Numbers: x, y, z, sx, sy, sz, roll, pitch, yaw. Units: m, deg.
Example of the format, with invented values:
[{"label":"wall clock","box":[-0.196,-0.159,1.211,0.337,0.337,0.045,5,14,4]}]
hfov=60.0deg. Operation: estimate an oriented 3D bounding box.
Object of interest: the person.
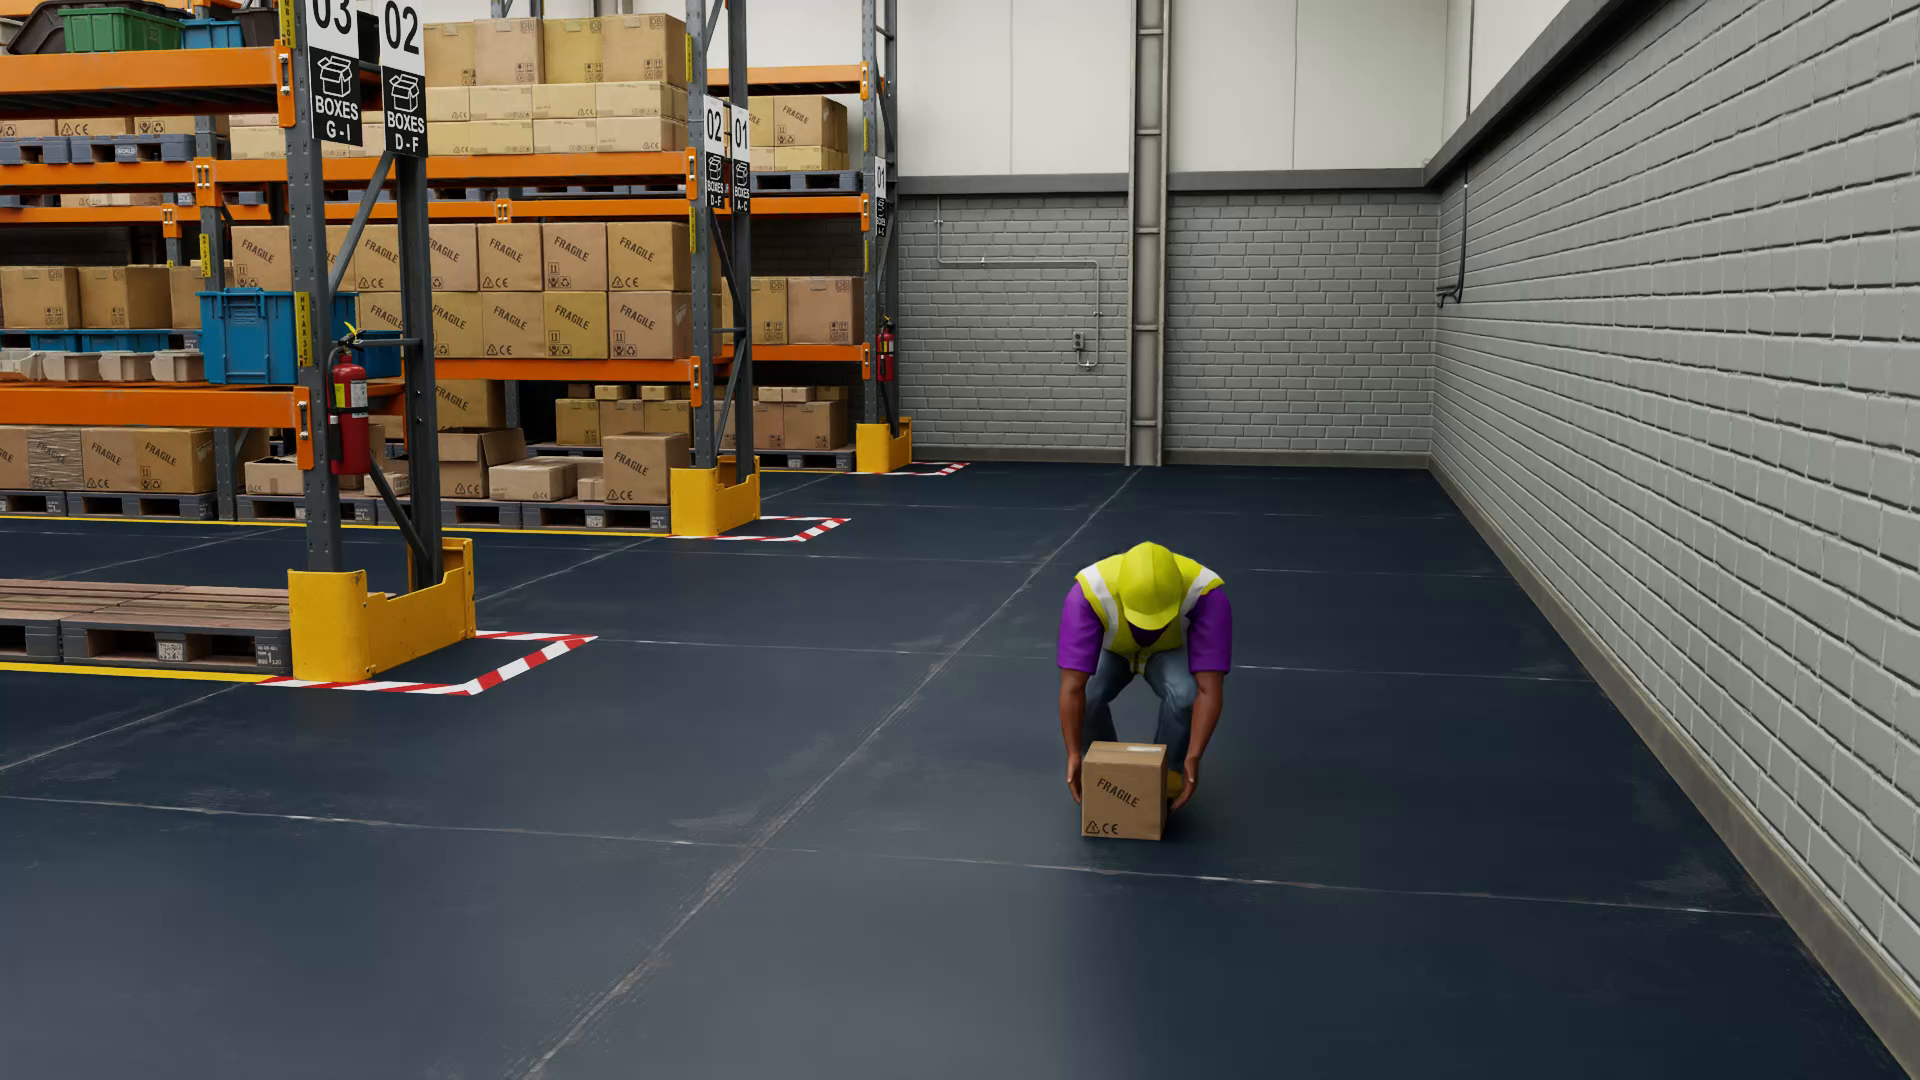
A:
[{"label":"person","box":[0.640,0.427,5.671,0.572,0.942,0.896,2,8,11]}]
